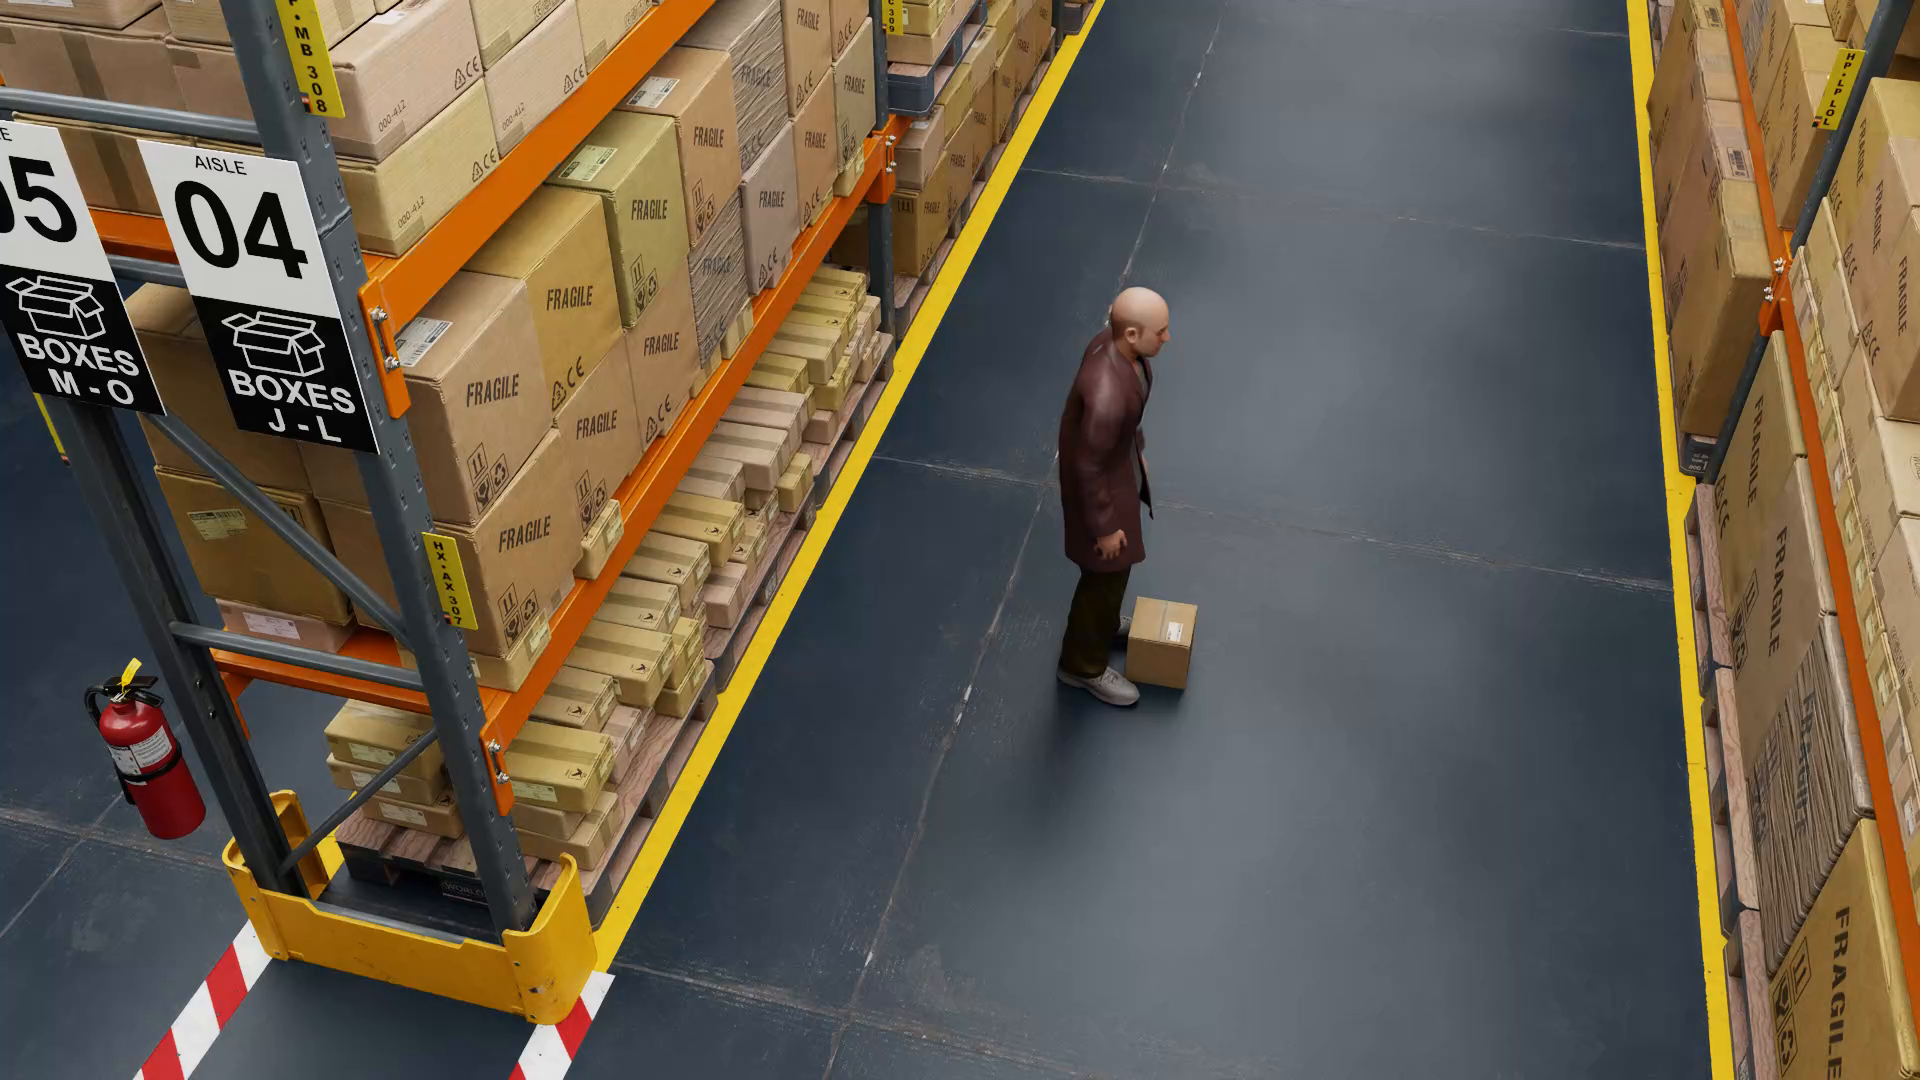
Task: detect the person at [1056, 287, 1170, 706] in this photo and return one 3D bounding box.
[{"bbox_3d":[0.586,-0.193,6.395,0.425,1.774,0.644,10,42,12],"label":"person"}]
